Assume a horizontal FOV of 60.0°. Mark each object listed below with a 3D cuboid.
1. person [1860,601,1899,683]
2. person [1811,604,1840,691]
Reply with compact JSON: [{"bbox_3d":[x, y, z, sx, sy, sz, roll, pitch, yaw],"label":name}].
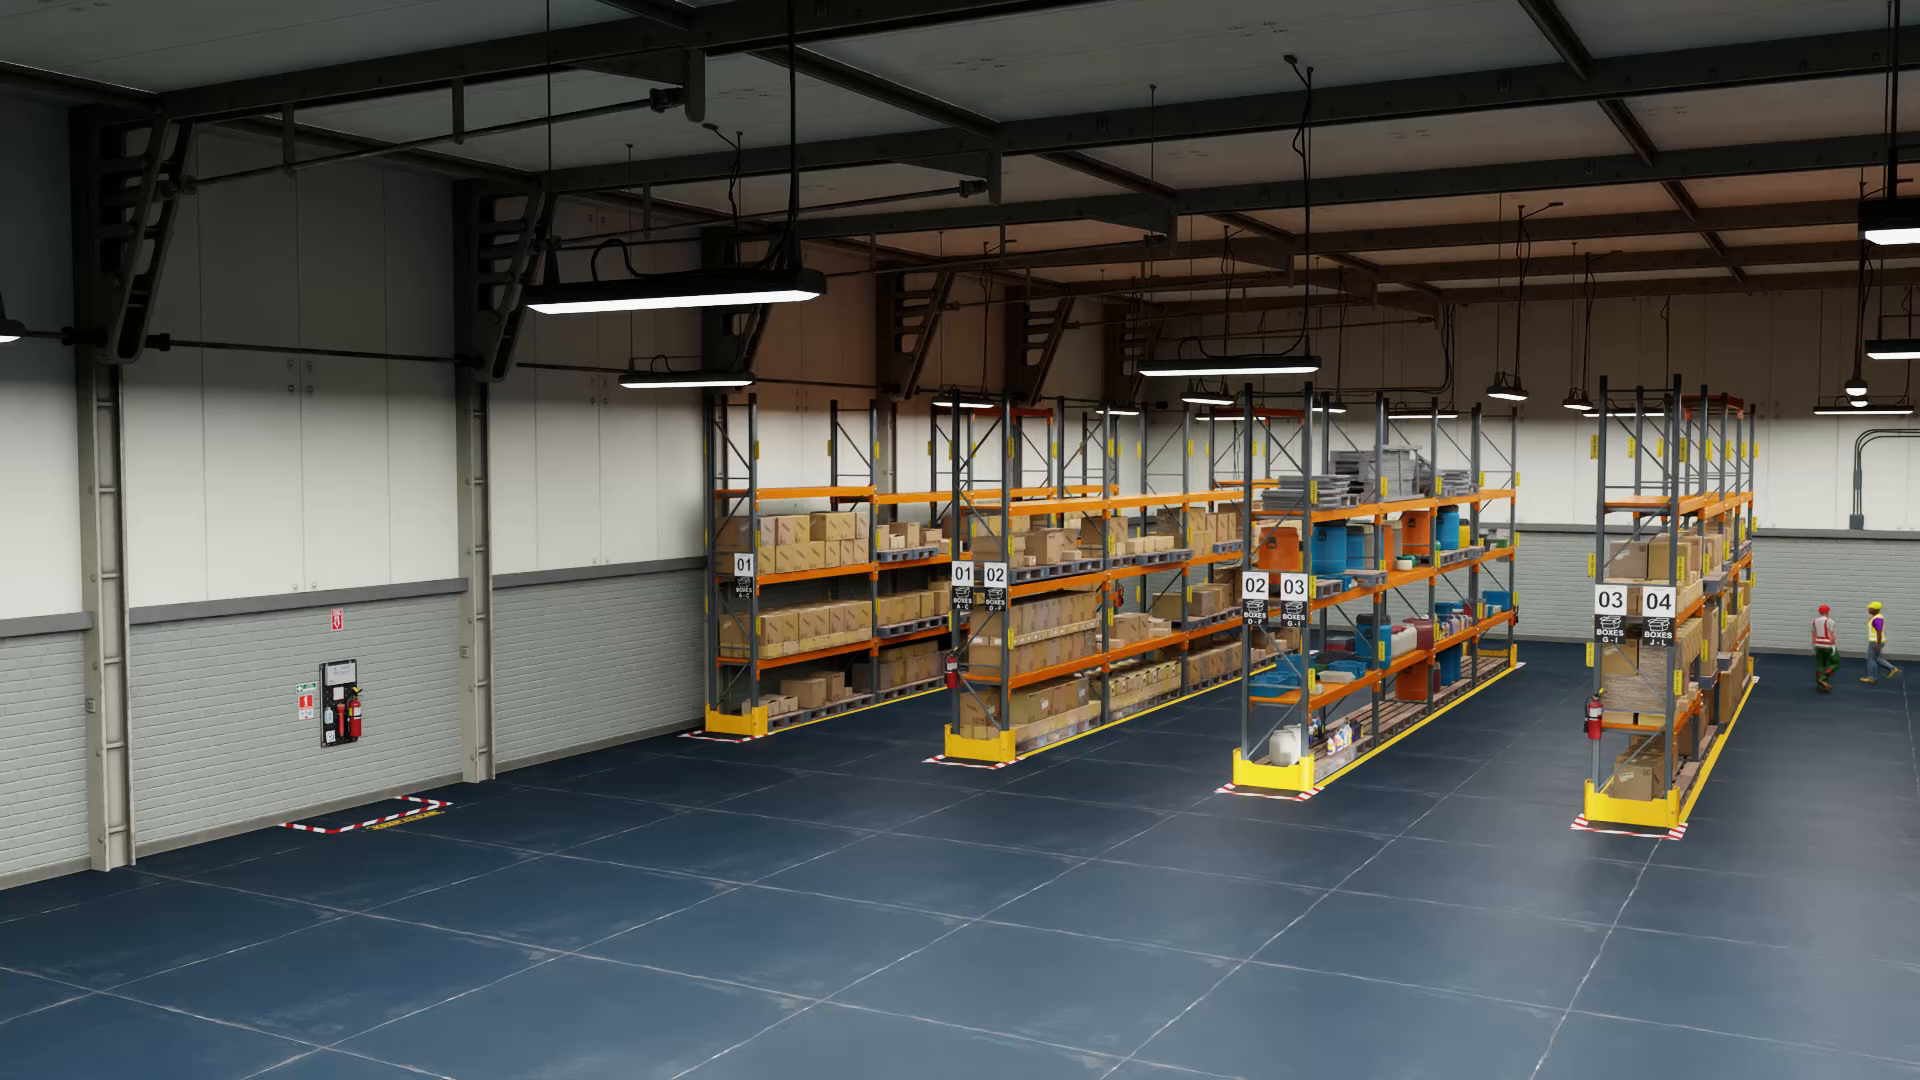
[{"bbox_3d":[19.754,2.192,35.692,0.721,1.752,0.577,2,4,37],"label":"person"},{"bbox_3d":[17.923,2.239,34.551,0.492,1.785,0.577,-1,3,-25],"label":"person"}]
